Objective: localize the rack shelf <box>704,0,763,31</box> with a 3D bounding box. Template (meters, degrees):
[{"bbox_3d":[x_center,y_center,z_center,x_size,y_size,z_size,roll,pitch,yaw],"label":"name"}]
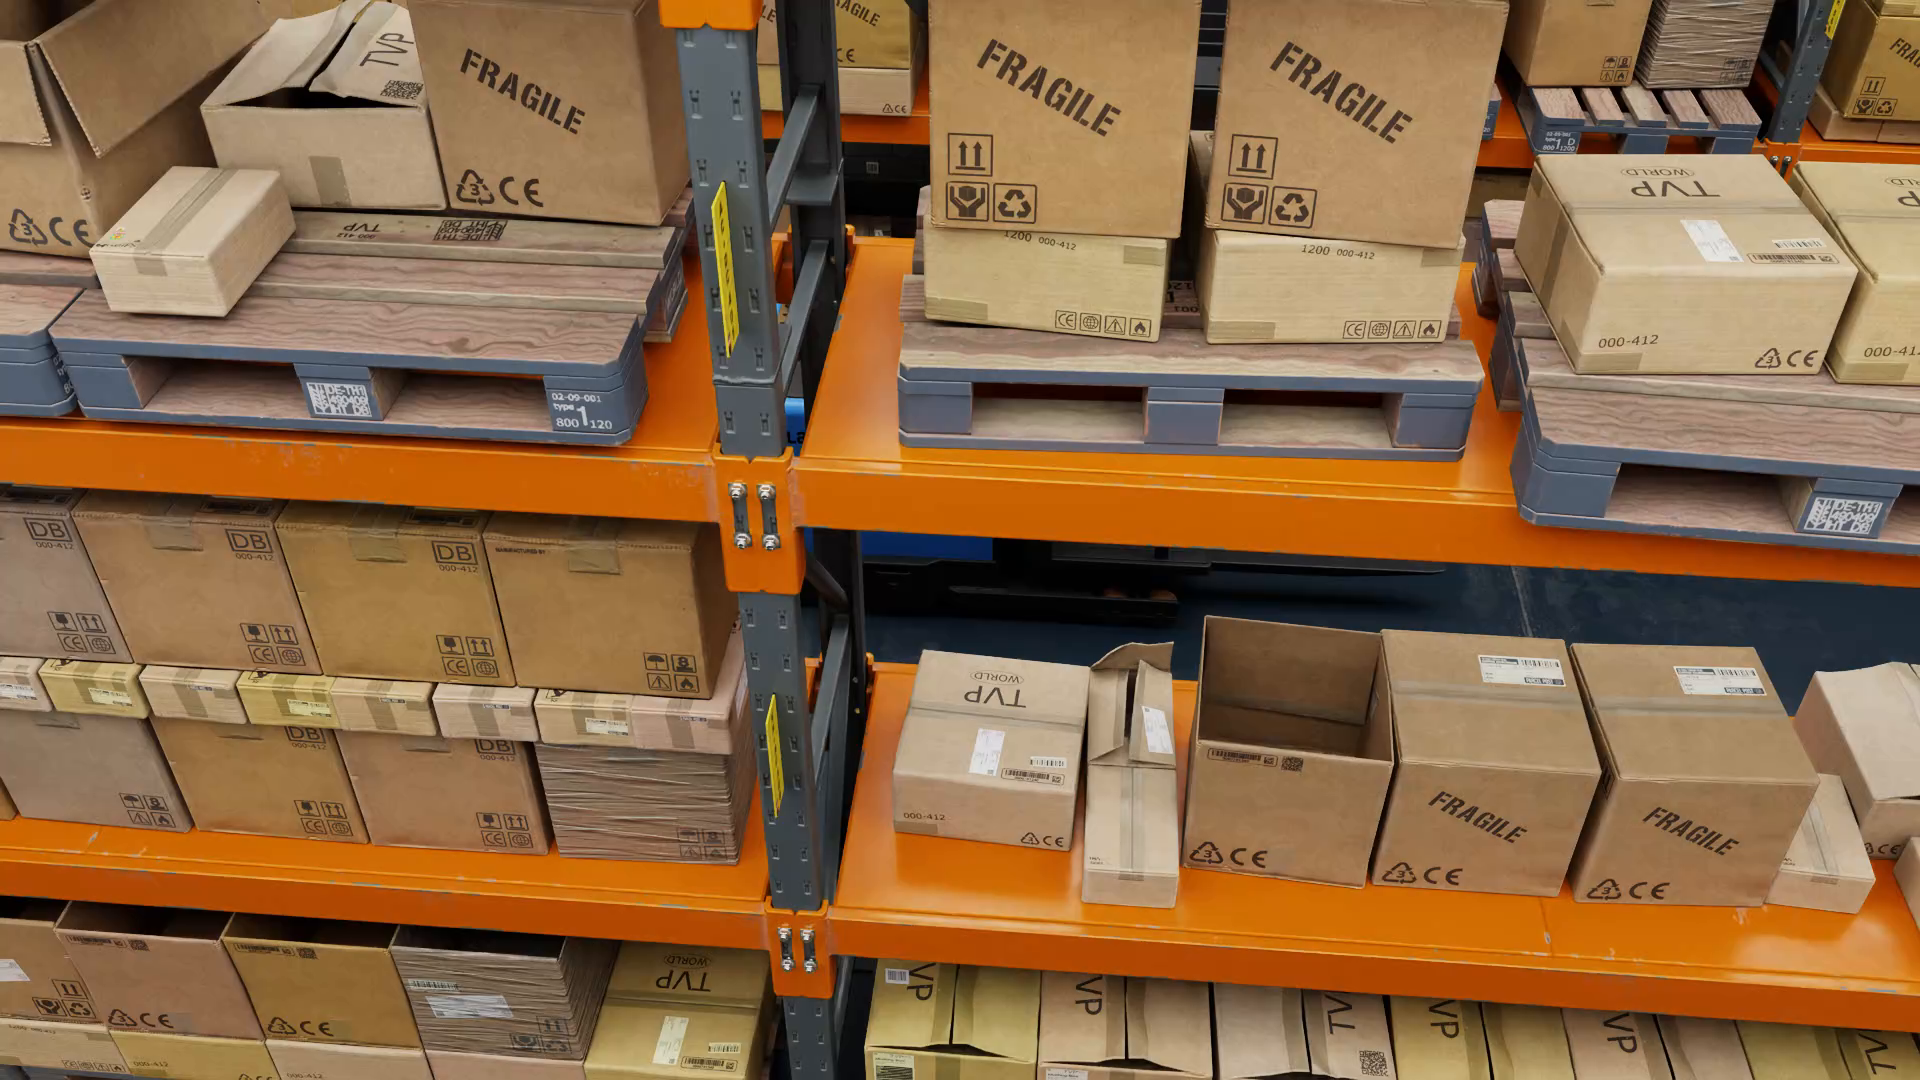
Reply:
[{"bbox_3d":[1.596,-1.246,3.040,4.000,0.370,1.077,3,39,4],"label":"rack shelf"}]

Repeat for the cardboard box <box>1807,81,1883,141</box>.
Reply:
[{"bbox_3d":[4.320,-2.107,8.146,0.250,0.149,0.380,3,39,3],"label":"cardboard box"}]

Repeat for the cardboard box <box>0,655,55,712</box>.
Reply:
[{"bbox_3d":[-2.478,0.270,4.449,0.250,0.149,0.380,3,39,4],"label":"cardboard box"}]

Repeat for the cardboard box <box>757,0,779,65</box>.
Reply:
[{"bbox_3d":[-0.969,-2.674,8.168,0.500,0.500,0.500,3,39,4],"label":"cardboard box"}]

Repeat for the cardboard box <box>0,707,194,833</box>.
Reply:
[{"bbox_3d":[-2.375,0.397,4.807,0.500,0.500,0.700,4,39,5],"label":"cardboard box"}]

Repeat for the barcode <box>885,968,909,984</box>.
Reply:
[{"bbox_3d":[-0.179,1.239,4.722,0.075,0.075,0.001,3,39,4],"label":"barcode"}]

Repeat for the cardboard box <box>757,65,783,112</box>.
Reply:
[{"bbox_3d":[-0.967,-2.396,8.420,0.500,0.250,0.500,3,39,4],"label":"cardboard box"}]

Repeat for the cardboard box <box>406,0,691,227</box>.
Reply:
[{"bbox_3d":[-0.876,-1.075,3.796,0.500,0.500,0.500,6,40,8],"label":"cardboard box"}]

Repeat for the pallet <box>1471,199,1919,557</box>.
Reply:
[{"bbox_3d":[1.790,-0.375,3.608,1.213,0.211,1.003,5,39,6],"label":"pallet"}]

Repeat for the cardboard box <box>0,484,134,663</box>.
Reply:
[{"bbox_3d":[-2.339,-0.107,4.398,0.500,0.500,0.700,3,39,4],"label":"cardboard box"}]

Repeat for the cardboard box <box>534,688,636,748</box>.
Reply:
[{"bbox_3d":[-0.932,0.352,4.348,0.250,0.149,0.380,2,39,3],"label":"cardboard box"}]

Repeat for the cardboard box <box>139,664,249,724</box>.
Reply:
[{"bbox_3d":[-1.951,0.297,4.416,0.250,0.149,0.380,4,39,5],"label":"cardboard box"}]

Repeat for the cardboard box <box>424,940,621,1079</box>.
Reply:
[{"bbox_3d":[-1.375,1.520,5.353,0.500,0.250,0.500,3,39,4],"label":"cardboard box"}]

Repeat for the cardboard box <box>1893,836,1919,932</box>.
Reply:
[{"bbox_3d":[2.668,0.977,4.372,0.250,0.149,0.380,3,39,4],"label":"cardboard box"}]

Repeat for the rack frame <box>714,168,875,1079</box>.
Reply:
[{"bbox_3d":[-0.397,0.537,4.714,0.127,3.000,1.000,3,39,4],"label":"rack frame"}]

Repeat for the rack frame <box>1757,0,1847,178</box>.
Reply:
[{"bbox_3d":[4.012,-2.361,8.274,0.127,3.000,1.000,3,39,4],"label":"rack frame"}]

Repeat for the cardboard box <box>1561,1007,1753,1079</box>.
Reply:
[{"bbox_3d":[2.024,1.514,4.915,0.500,0.311,0.500,3,39,4],"label":"cardboard box"}]

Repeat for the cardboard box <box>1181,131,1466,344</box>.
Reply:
[{"bbox_3d":[0.764,-0.663,3.598,0.500,0.250,0.500,0,39,-1],"label":"cardboard box"}]

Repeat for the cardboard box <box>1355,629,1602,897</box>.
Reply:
[{"bbox_3d":[1.391,0.607,4.550,0.500,0.500,0.500,3,39,4],"label":"cardboard box"}]

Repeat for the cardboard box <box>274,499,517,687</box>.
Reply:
[{"bbox_3d":[-1.343,-0.052,4.330,0.500,0.500,0.700,3,39,4],"label":"cardboard box"}]

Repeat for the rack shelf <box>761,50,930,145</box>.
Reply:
[{"bbox_3d":[-1.966,-2.408,8.903,4.000,0.370,1.077,3,39,4],"label":"rack shelf"}]

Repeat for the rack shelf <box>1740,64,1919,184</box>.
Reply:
[{"bbox_3d":[6.004,-1.973,8.367,4.000,0.370,1.077,3,39,4],"label":"rack shelf"}]

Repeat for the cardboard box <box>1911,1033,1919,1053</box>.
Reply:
[{"bbox_3d":[3.045,1.567,4.849,0.500,0.311,0.500,4,39,5],"label":"cardboard box"}]

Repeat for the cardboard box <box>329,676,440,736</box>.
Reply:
[{"bbox_3d":[-1.455,0.326,4.381,0.250,0.149,0.380,3,39,4],"label":"cardboard box"}]

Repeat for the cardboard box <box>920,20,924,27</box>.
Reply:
[{"bbox_3d":[-0.423,-2.976,8.539,0.500,0.500,0.500,2,39,3],"label":"cardboard box"}]

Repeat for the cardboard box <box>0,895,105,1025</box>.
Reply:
[{"bbox_3d":[-2.869,1.146,5.217,0.500,0.500,0.500,3,39,4],"label":"cardboard box"}]

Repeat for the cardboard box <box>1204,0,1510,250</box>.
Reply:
[{"bbox_3d":[0.784,-0.947,3.353,0.500,0.500,0.500,7,40,8],"label":"cardboard box"}]

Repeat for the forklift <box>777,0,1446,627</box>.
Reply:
[{"bbox_3d":[0.628,-1.108,6.789,3.031,2.935,1.130,3,39,3],"label":"forklift"}]

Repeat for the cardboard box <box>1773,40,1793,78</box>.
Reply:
[{"bbox_3d":[4.358,-2.414,8.523,0.250,0.149,0.380,4,39,5],"label":"cardboard box"}]

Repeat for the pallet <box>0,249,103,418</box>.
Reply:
[{"bbox_3d":[-2.461,-0.690,3.916,1.213,0.211,1.003,3,39,4],"label":"pallet"}]

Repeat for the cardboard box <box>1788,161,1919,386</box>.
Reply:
[{"bbox_3d":[2.039,-0.558,3.469,0.500,0.250,0.500,2,39,3],"label":"cardboard box"}]

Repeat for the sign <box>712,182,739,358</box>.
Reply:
[{"bbox_3d":[-0.443,-0.508,3.150,0.005,0.325,0.100,3,39,4],"label":"sign"}]

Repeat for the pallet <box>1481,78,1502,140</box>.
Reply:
[{"bbox_3d":[2.036,-2.368,8.435,1.213,0.211,1.003,3,39,4],"label":"pallet"}]

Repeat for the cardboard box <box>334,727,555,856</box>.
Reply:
[{"bbox_3d":[-1.366,0.454,4.737,0.500,0.500,0.700,3,39,3],"label":"cardboard box"}]

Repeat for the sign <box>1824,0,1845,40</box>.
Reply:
[{"bbox_3d":[3.974,-2.437,7.514,0.005,0.325,0.100,3,39,4],"label":"sign"}]

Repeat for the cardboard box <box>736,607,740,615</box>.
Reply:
[{"bbox_3d":[-0.648,0.110,4.645,0.250,0.149,0.380,3,39,4],"label":"cardboard box"}]

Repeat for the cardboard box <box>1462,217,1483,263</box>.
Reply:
[{"bbox_3d":[2.787,-1.669,9.056,0.500,0.500,0.700,3,39,4],"label":"cardboard box"}]

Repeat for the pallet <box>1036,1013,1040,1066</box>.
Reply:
[{"bbox_3d":[0.341,1.634,5.575,1.213,0.211,1.003,3,39,4],"label":"pallet"}]

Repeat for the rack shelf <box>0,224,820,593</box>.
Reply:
[{"bbox_3d":[-2.389,-0.456,4.128,4.000,0.370,1.077,3,39,4],"label":"rack shelf"}]

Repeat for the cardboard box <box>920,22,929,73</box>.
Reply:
[{"bbox_3d":[-0.423,-2.689,8.780,0.500,0.250,0.500,4,39,4],"label":"cardboard box"}]

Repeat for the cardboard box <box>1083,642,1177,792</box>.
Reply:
[{"bbox_3d":[0.495,0.522,4.839,0.258,0.266,0.396,2,39,3],"label":"cardboard box"}]

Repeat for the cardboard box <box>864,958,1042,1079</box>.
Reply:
[{"bbox_3d":[-0.007,1.402,5.052,0.500,0.311,0.500,3,39,4],"label":"cardboard box"}]

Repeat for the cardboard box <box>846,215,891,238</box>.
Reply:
[{"bbox_3d":[-0.509,-1.661,9.310,0.250,0.166,0.380,-2,39,-2],"label":"cardboard box"}]

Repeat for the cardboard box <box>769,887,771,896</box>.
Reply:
[{"bbox_3d":[-0.832,0.928,5.485,0.500,0.500,0.500,3,39,4],"label":"cardboard box"}]

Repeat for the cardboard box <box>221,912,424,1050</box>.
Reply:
[{"bbox_3d":[-1.873,1.203,5.148,0.500,0.500,0.500,3,39,4],"label":"cardboard box"}]

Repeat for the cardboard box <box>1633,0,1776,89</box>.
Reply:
[{"bbox_3d":[3.543,-2.589,8.127,0.500,0.500,0.700,-1,39,-1],"label":"cardboard box"}]

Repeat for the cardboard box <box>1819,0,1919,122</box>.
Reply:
[{"bbox_3d":[4.474,-2.335,7.912,0.500,0.500,0.500,4,39,5],"label":"cardboard box"}]

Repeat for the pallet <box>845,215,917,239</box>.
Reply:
[{"bbox_3d":[-0.645,-1.511,9.440,1.213,0.211,1.003,3,39,4],"label":"pallet"}]

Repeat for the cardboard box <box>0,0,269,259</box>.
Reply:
[{"bbox_3d":[-2.027,-1.052,3.765,0.637,0.503,0.797,7,40,9],"label":"cardboard box"}]

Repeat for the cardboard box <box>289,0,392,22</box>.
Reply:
[{"bbox_3d":[-3.017,-2.789,8.309,0.500,0.500,0.500,3,39,4],"label":"cardboard box"}]

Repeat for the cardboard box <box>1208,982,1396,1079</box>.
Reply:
[{"bbox_3d":[1.007,1.460,4.981,0.500,0.311,0.500,2,39,2],"label":"cardboard box"}]

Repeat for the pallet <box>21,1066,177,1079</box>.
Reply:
[{"bbox_3d":[-2.404,1.484,5.759,1.213,0.211,1.003,3,39,4],"label":"pallet"}]

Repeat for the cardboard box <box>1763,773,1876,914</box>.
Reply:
[{"bbox_3d":[2.313,0.818,4.567,0.250,0.149,0.380,6,40,7],"label":"cardboard box"}]

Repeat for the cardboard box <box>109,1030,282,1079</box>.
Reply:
[{"bbox_3d":[-2.373,1.475,5.408,0.500,0.250,0.500,3,39,4],"label":"cardboard box"}]
